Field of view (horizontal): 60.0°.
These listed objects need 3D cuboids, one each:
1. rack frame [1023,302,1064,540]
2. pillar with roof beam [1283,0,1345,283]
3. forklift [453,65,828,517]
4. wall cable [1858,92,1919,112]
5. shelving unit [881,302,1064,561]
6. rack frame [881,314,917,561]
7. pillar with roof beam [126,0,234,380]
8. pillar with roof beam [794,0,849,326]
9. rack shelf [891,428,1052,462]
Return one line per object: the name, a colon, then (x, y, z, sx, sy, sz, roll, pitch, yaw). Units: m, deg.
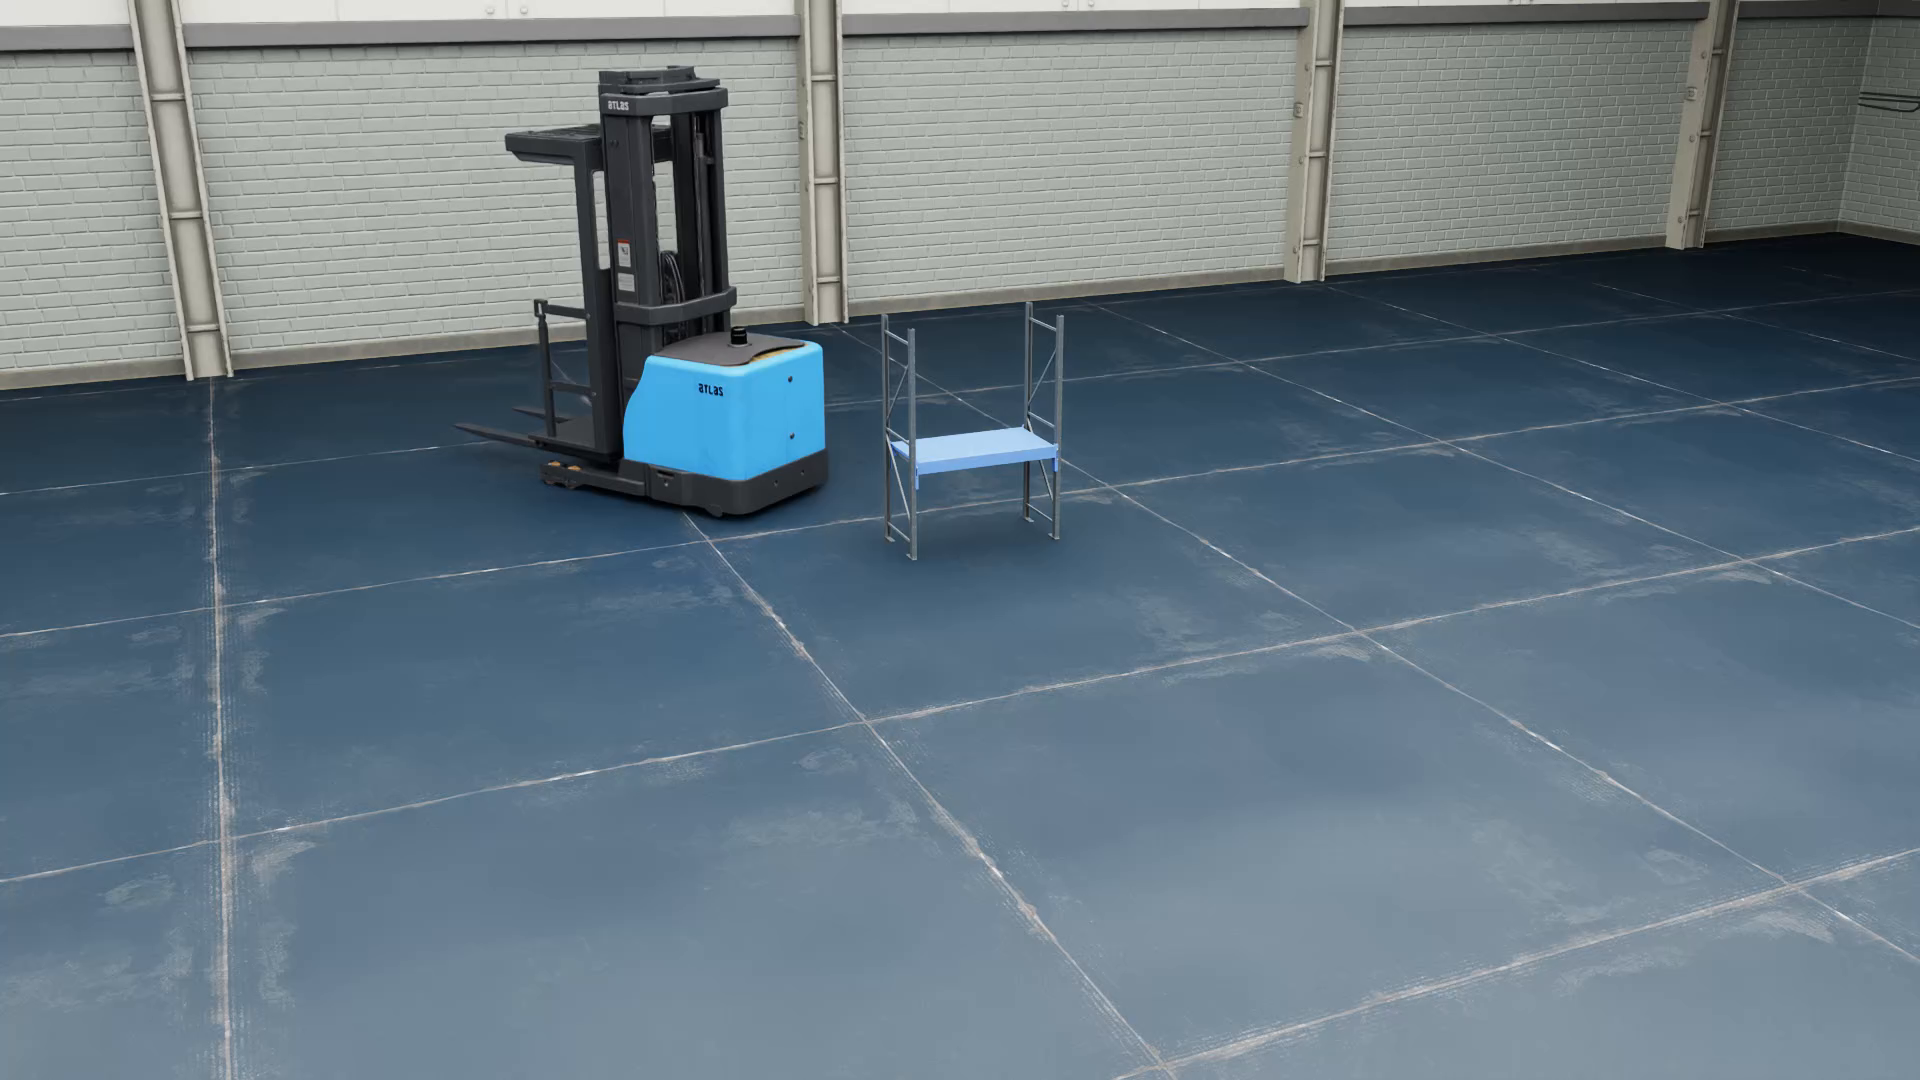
rack frame: (0.545, -0.786, 10.995, 0.032, 1.500, 0.500, -8, 21, -22)
pillar with roof beam: (5.802, -6.036, 14.615, 0.400, 9.000, 9.100, -8, 21, -22)
forklift: (-2.475, -1.888, 11.971, 3.031, 2.935, 1.130, 12, 23, 30)
wall cable: (12.834, -6.658, 21.057, 0.112, 2.526, 3.097, -8, 21, -22)
shelving unit: (0.078, -0.719, 10.805, 1.048, 1.500, 0.500, -8, 21, -22)
rack frame: (-0.388, -0.652, 10.615, 0.032, 1.500, 0.500, -8, 21, -22)
pillar with roof beam: (-5.217, -4.457, 10.132, 0.400, 9.000, 9.100, -8, 21, -22)
pillar with roof beam: (0.292, -5.247, 12.374, 0.400, 9.000, 9.100, -8, 21, -22)
rack shelf: (0.078, -0.595, 10.848, 0.952, 0.062, 0.459, -8, 21, -22)
